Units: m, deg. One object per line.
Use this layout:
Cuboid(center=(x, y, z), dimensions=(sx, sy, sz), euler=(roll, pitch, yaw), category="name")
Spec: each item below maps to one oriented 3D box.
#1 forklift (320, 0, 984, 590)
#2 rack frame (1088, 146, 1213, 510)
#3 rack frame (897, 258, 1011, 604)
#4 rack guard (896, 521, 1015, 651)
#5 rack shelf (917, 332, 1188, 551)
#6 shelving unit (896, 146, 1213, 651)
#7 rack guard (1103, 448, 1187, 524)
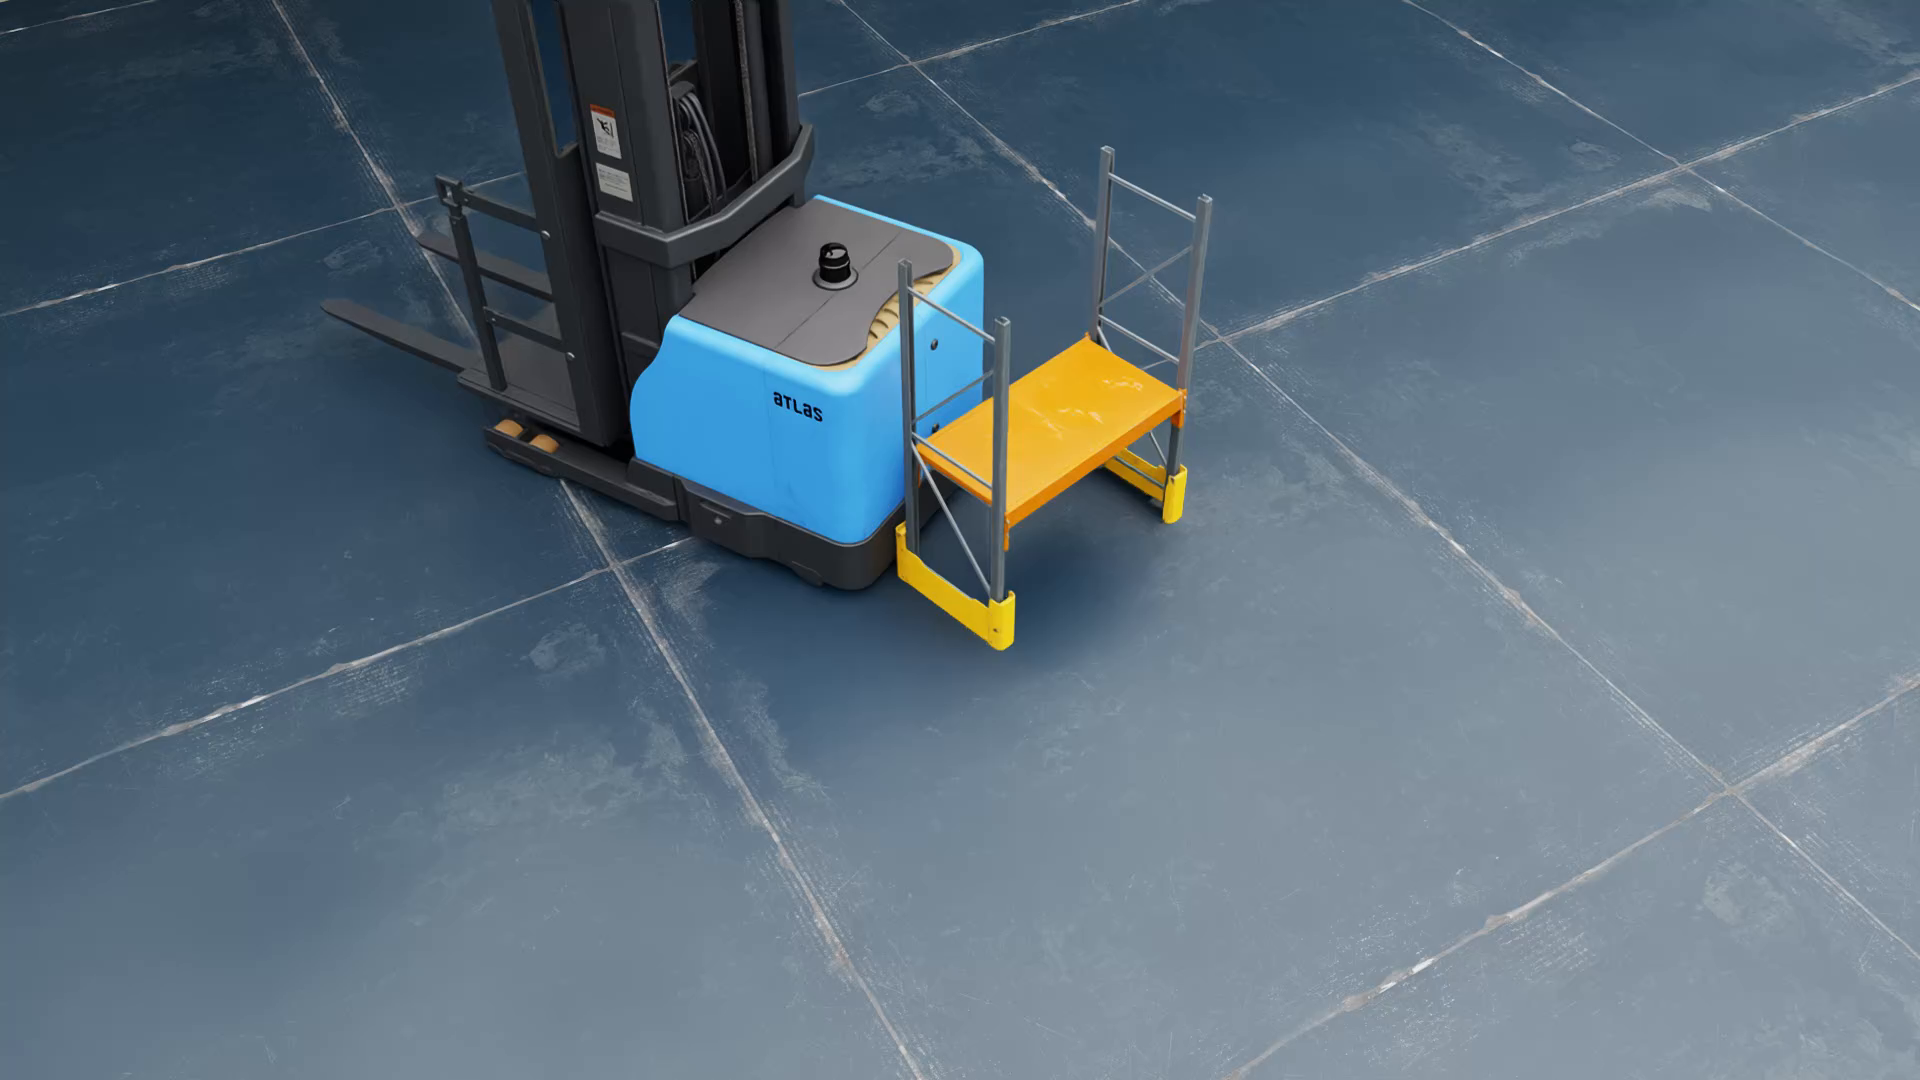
Cuboid(center=(-1.426, -1.626, 6.320), dimensions=(3.031, 2.935, 1.130), euler=(22, 48, 21), category="forklift")
Cuboid(center=(0.700, -0.774, 6.471), dimensions=(0.032, 1.500, 0.500), euler=(-35, 54, -30), category="rack frame")
Cuboid(center=(-0.023, -0.277, 5.958), dimensions=(0.032, 1.500, 0.500), euler=(-35, 54, -30), category="rack frame")
Cuboid(center=(-0.023, 0.171, 6.394), dimensions=(0.087, 0.250, 0.587), euler=(-35, 54, -30), category="rack guard")
Cuboid(center=(0.338, -0.396, 6.340), dimensions=(1.000, 0.185, 0.538), euler=(-35, 54, -30), category="rack shelf")
Cuboid(center=(0.332, -0.521, 6.210), dimensions=(1.083, 1.500, 0.587), euler=(-35, 54, -30), category="shelving unit")
Cuboid(center=(0.686, -0.316, 6.896), dimensions=(0.087, 0.250, 0.587), euler=(-35, 54, -30), category="rack guard")
